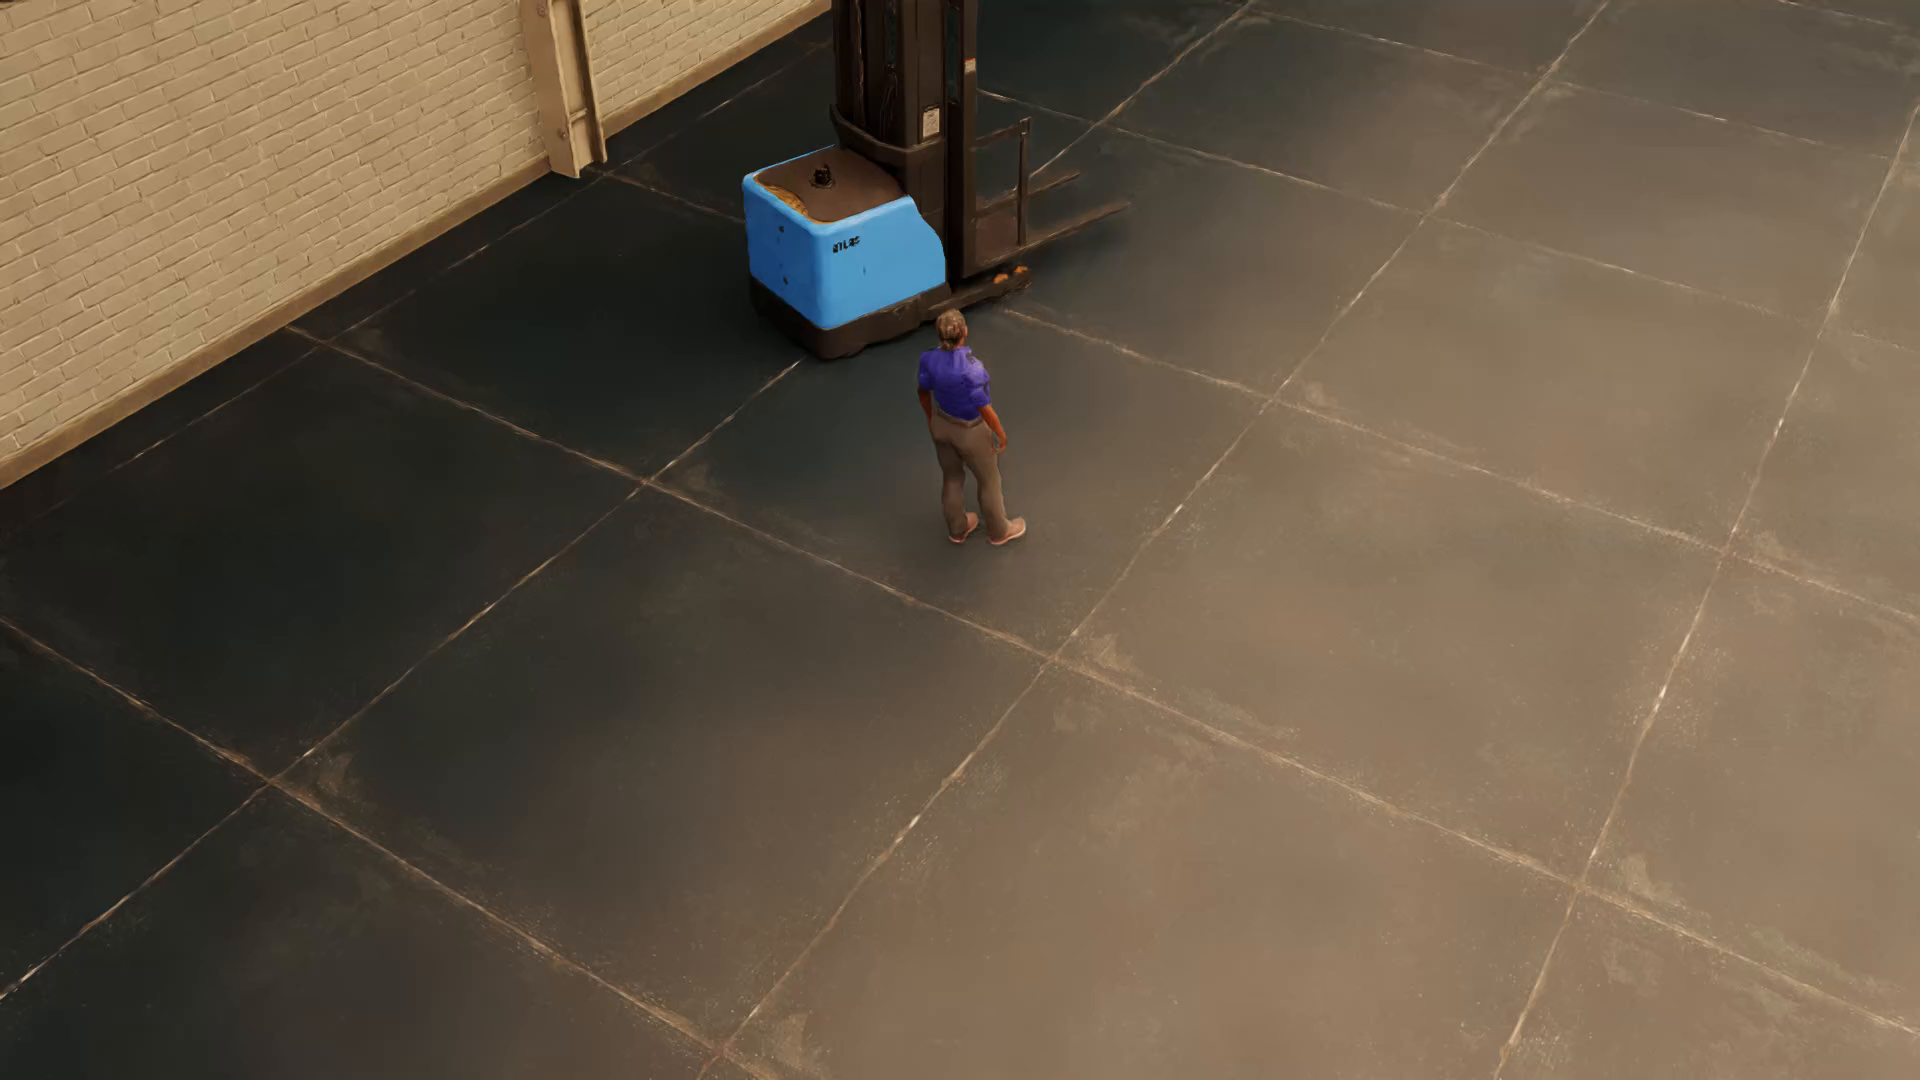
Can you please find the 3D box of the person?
[{"bbox_3d":[0.063,-0.678,9.743,0.570,1.654,0.503,22,45,24],"label":"person"}]

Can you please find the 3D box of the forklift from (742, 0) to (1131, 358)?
[{"bbox_3d":[-0.058,-3.171,11.710,3.031,2.935,1.130,-26,47,-28],"label":"forklift"}]
